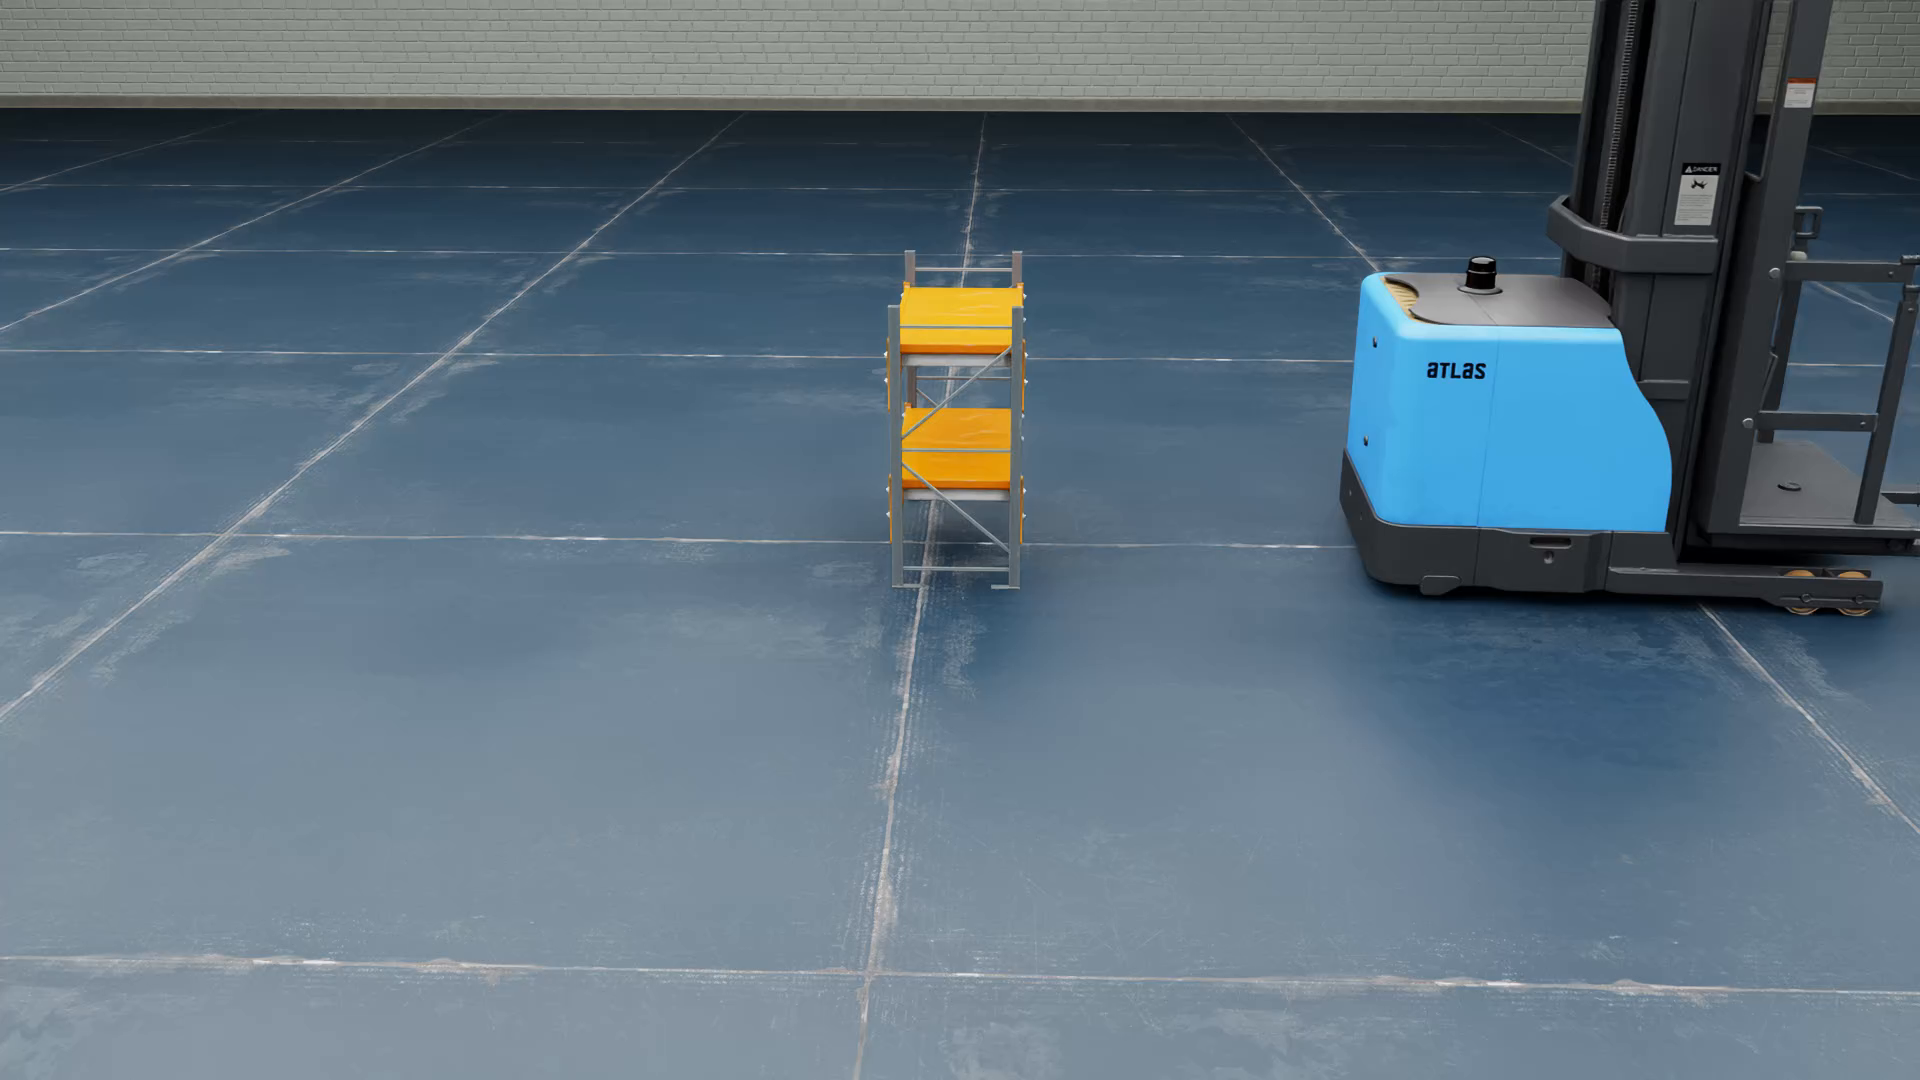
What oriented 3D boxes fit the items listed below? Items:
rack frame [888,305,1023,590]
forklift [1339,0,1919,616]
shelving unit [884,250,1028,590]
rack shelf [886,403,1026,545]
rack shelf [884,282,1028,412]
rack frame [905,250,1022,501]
[{"bbox_3d":[-0.016,-0.338,6.345,0.500,1.125,0.032,1,21,2],"label":"rack frame"},{"bbox_3d":[3.138,-1.278,6.272,3.031,2.935,1.130,2,21,4],"label":"forklift"},{"bbox_3d":[0.000,-0.522,6.819,0.538,1.125,1.048,1,21,2],"label":"shelving unit"},{"bbox_3d":[0.000,-0.294,6.908,0.538,0.278,1.000,1,21,2],"label":"rack shelf"},{"bbox_3d":[0.000,-0.795,6.713,0.538,0.278,1.000,1,21,2],"label":"rack shelf"},{"bbox_3d":[0.015,-0.706,7.293,0.500,1.125,0.032,1,21,2],"label":"rack frame"}]
